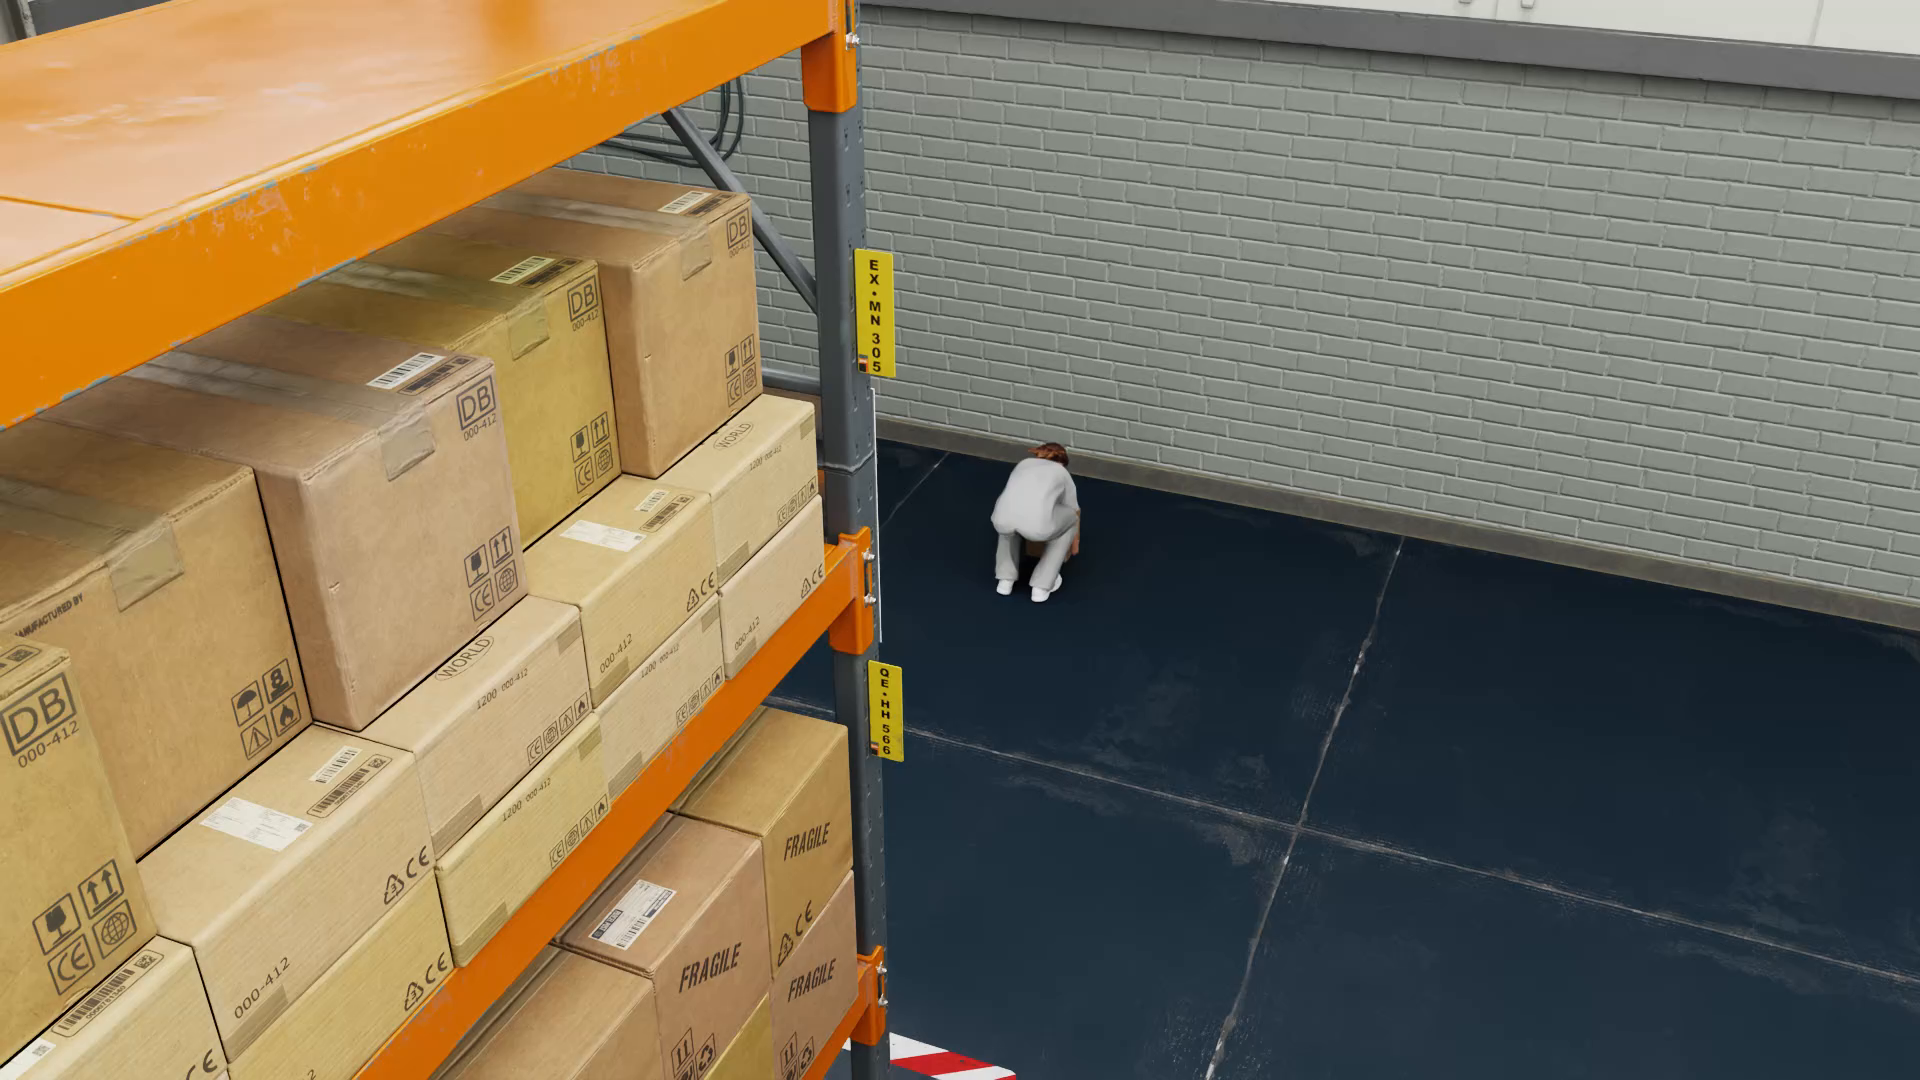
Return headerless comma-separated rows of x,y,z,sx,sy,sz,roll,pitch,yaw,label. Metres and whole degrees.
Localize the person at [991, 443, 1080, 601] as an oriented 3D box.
0.442,-0.117,9.552,0.460,0.761,0.867,11,31,18,person
